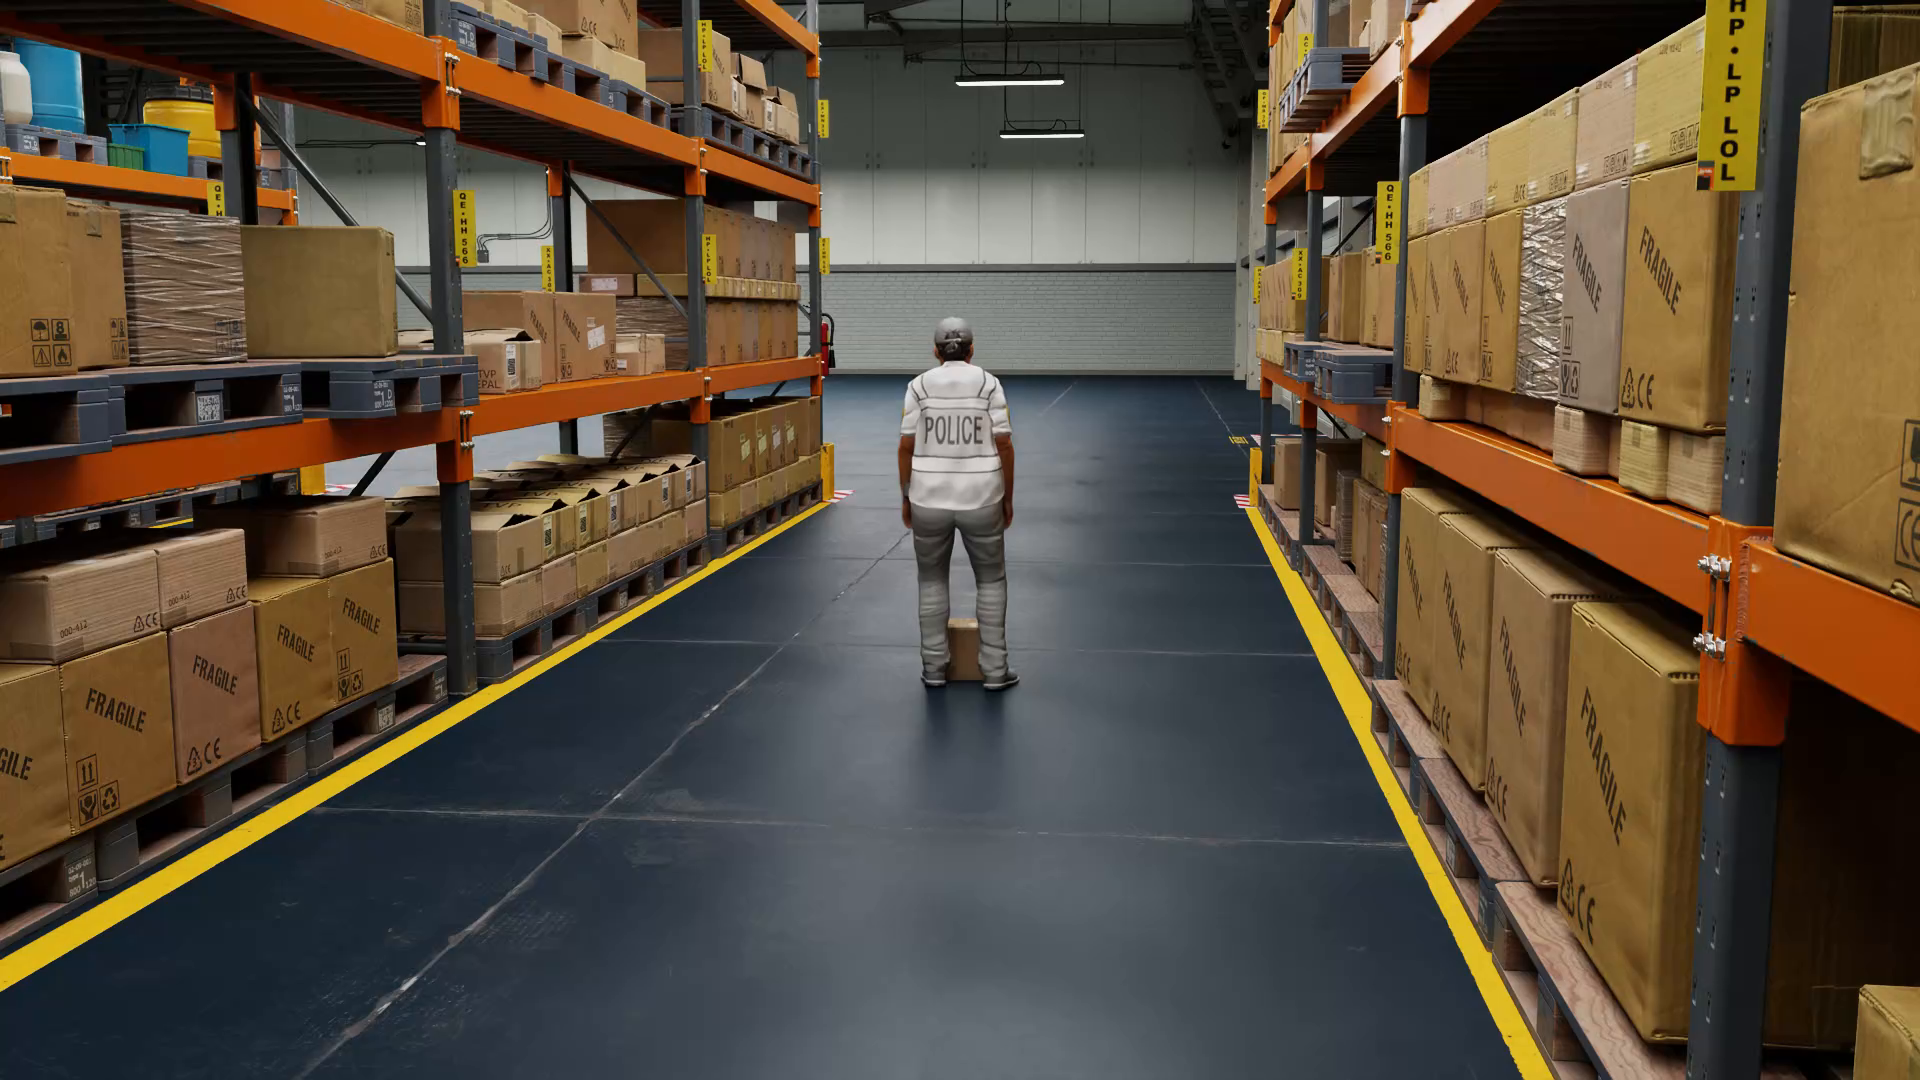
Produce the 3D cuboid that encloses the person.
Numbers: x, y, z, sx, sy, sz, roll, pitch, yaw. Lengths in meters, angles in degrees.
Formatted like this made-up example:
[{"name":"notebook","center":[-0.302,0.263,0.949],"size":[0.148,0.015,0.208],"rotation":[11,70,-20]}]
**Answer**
[{"name":"person","center":[-0.003,-0.162,7.471],"size":[0.541,1.665,0.465],"rotation":[1,8,4]}]
